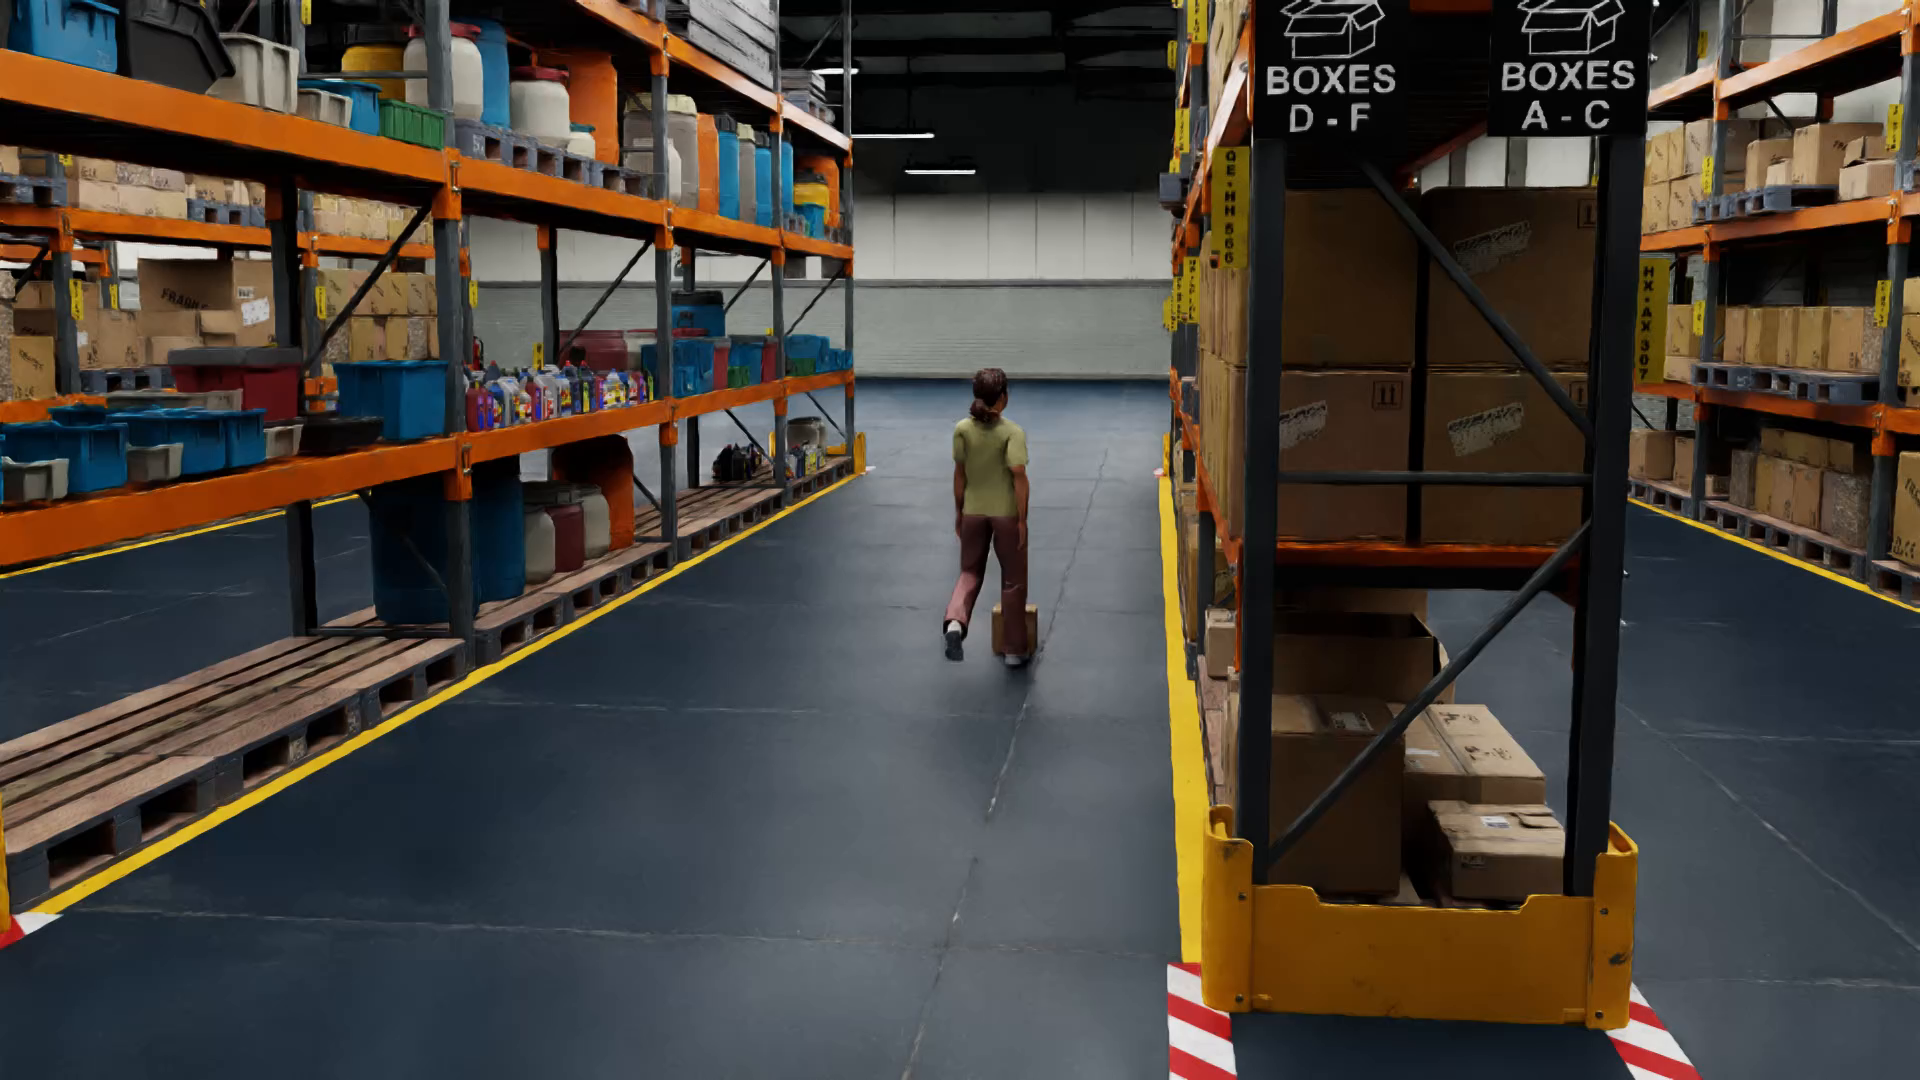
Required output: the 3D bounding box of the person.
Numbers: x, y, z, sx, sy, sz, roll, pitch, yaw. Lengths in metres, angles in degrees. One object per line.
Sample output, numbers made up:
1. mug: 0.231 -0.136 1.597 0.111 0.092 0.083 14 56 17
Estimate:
1. person: 0.186 -0.117 9.087 0.461 1.652 0.754 3 8 19
